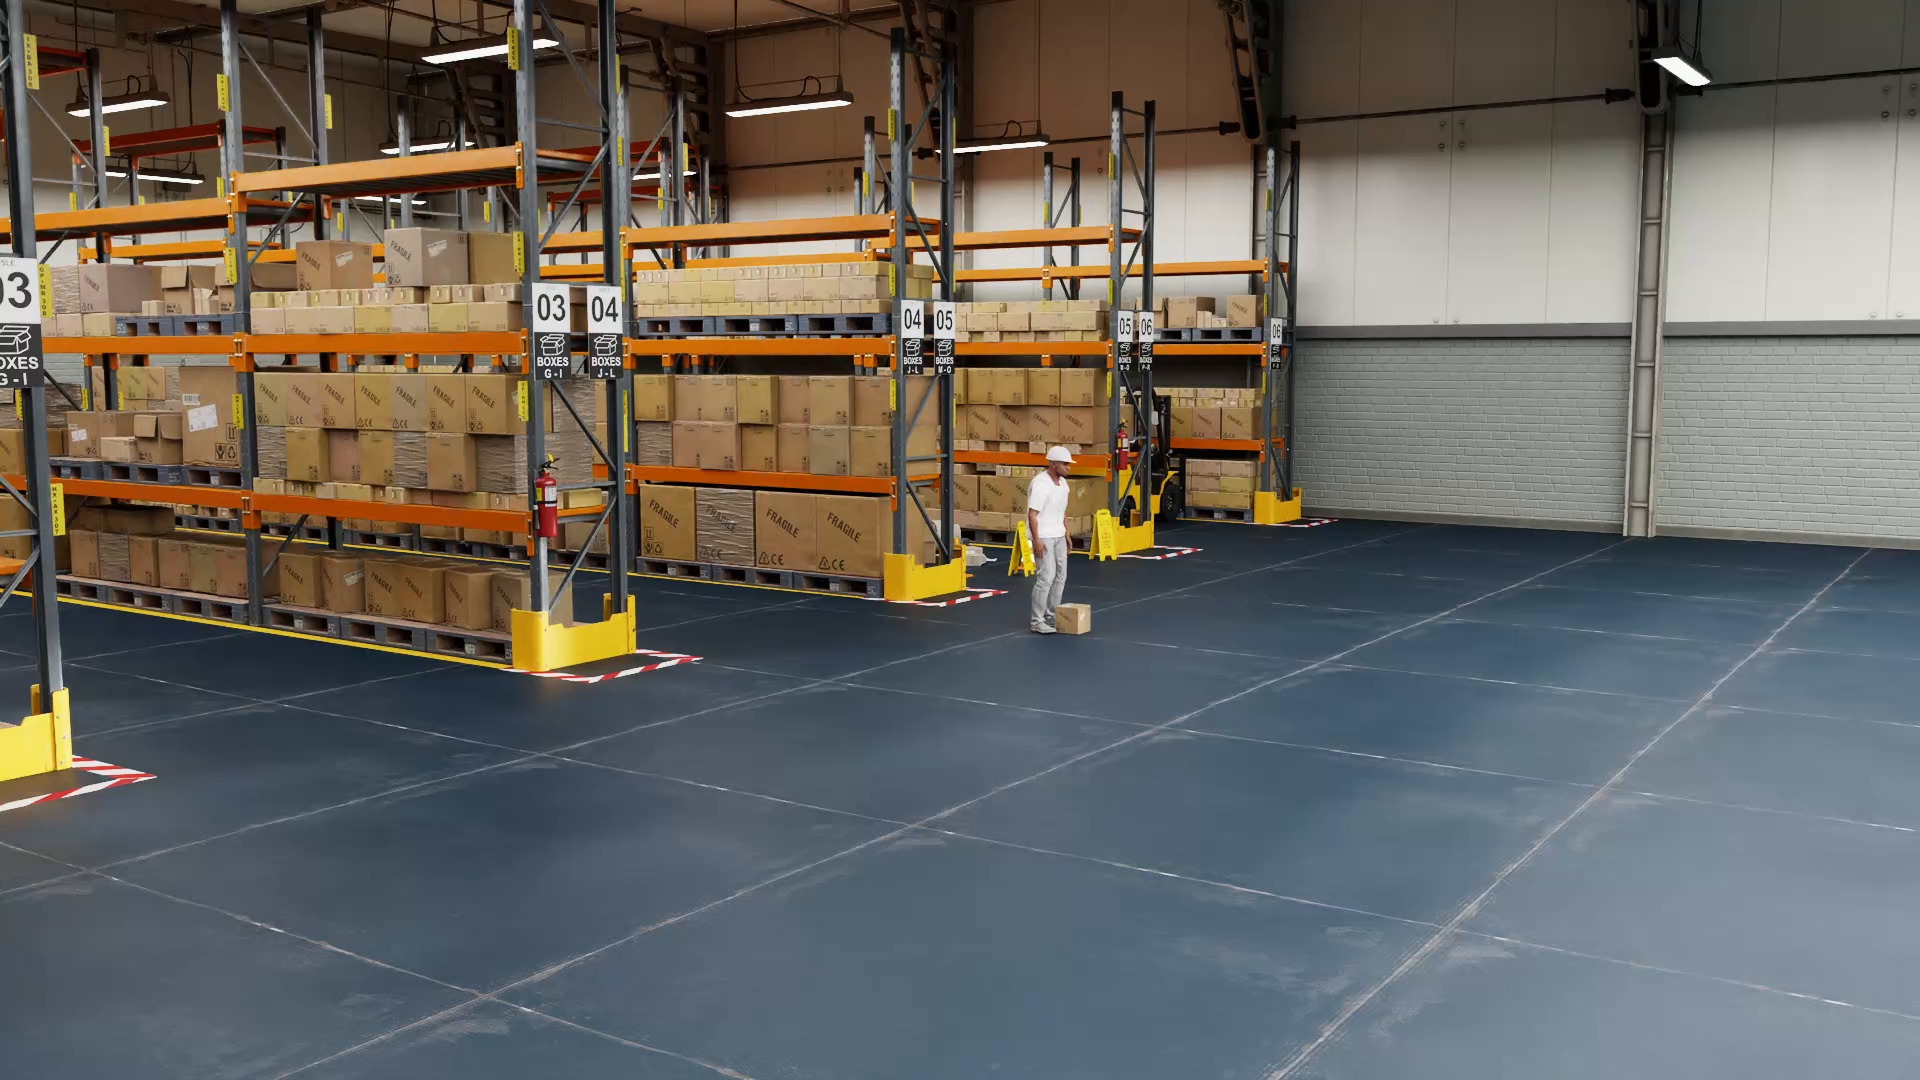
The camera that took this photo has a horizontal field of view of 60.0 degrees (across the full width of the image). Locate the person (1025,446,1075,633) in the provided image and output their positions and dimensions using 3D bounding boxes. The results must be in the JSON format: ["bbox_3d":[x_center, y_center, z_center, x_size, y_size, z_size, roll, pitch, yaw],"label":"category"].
[{"bbox_3d":[0.871,-0.014,15.830,0.458,1.761,0.628,4,8,34],"label":"person"}]
